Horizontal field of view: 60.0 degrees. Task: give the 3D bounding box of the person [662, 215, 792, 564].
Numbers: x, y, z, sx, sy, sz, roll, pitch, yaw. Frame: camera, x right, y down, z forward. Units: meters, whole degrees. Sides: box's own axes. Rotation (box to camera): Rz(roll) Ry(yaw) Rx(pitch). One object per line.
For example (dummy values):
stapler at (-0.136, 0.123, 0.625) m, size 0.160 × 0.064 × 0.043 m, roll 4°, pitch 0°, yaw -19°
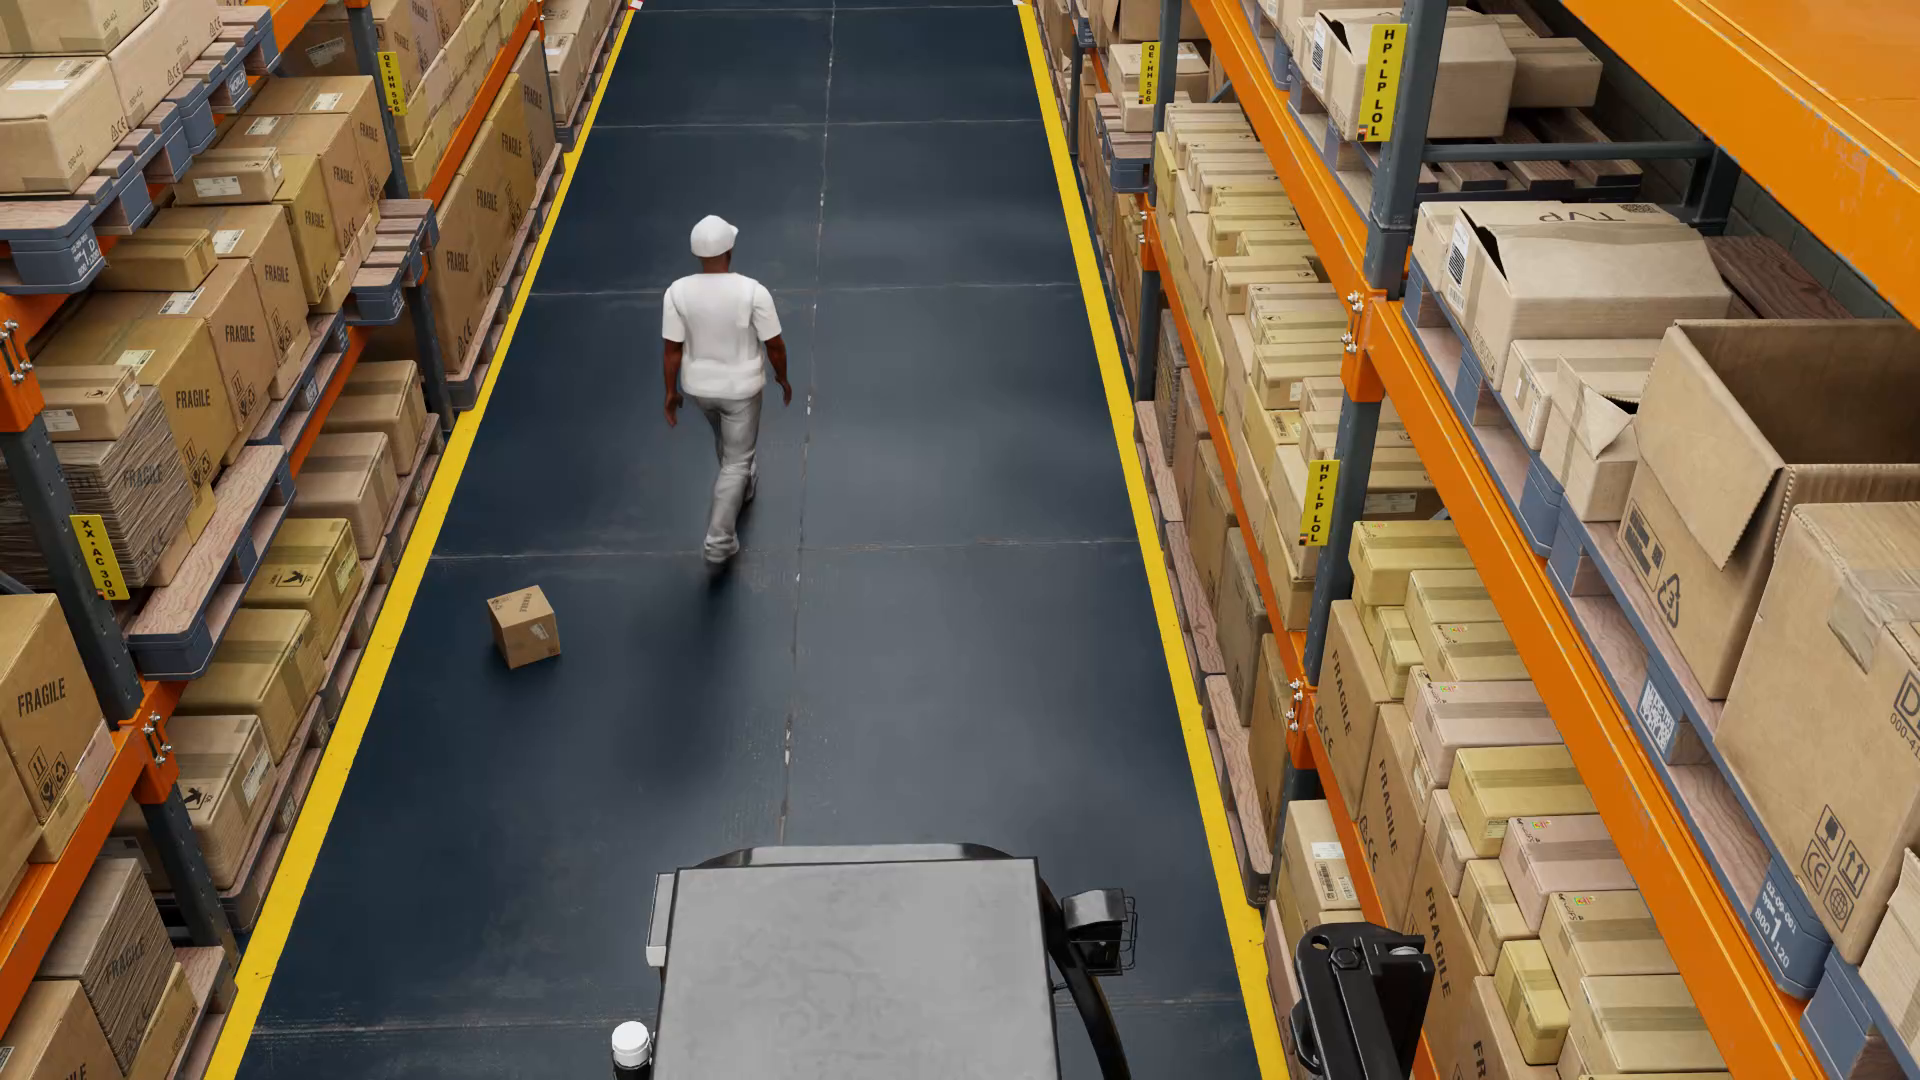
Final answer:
person at (-1.163, -0.774, 8.296) m, size 0.596 × 1.726 × 1.042 m, roll 7°, pitch 36°, yaw 10°
